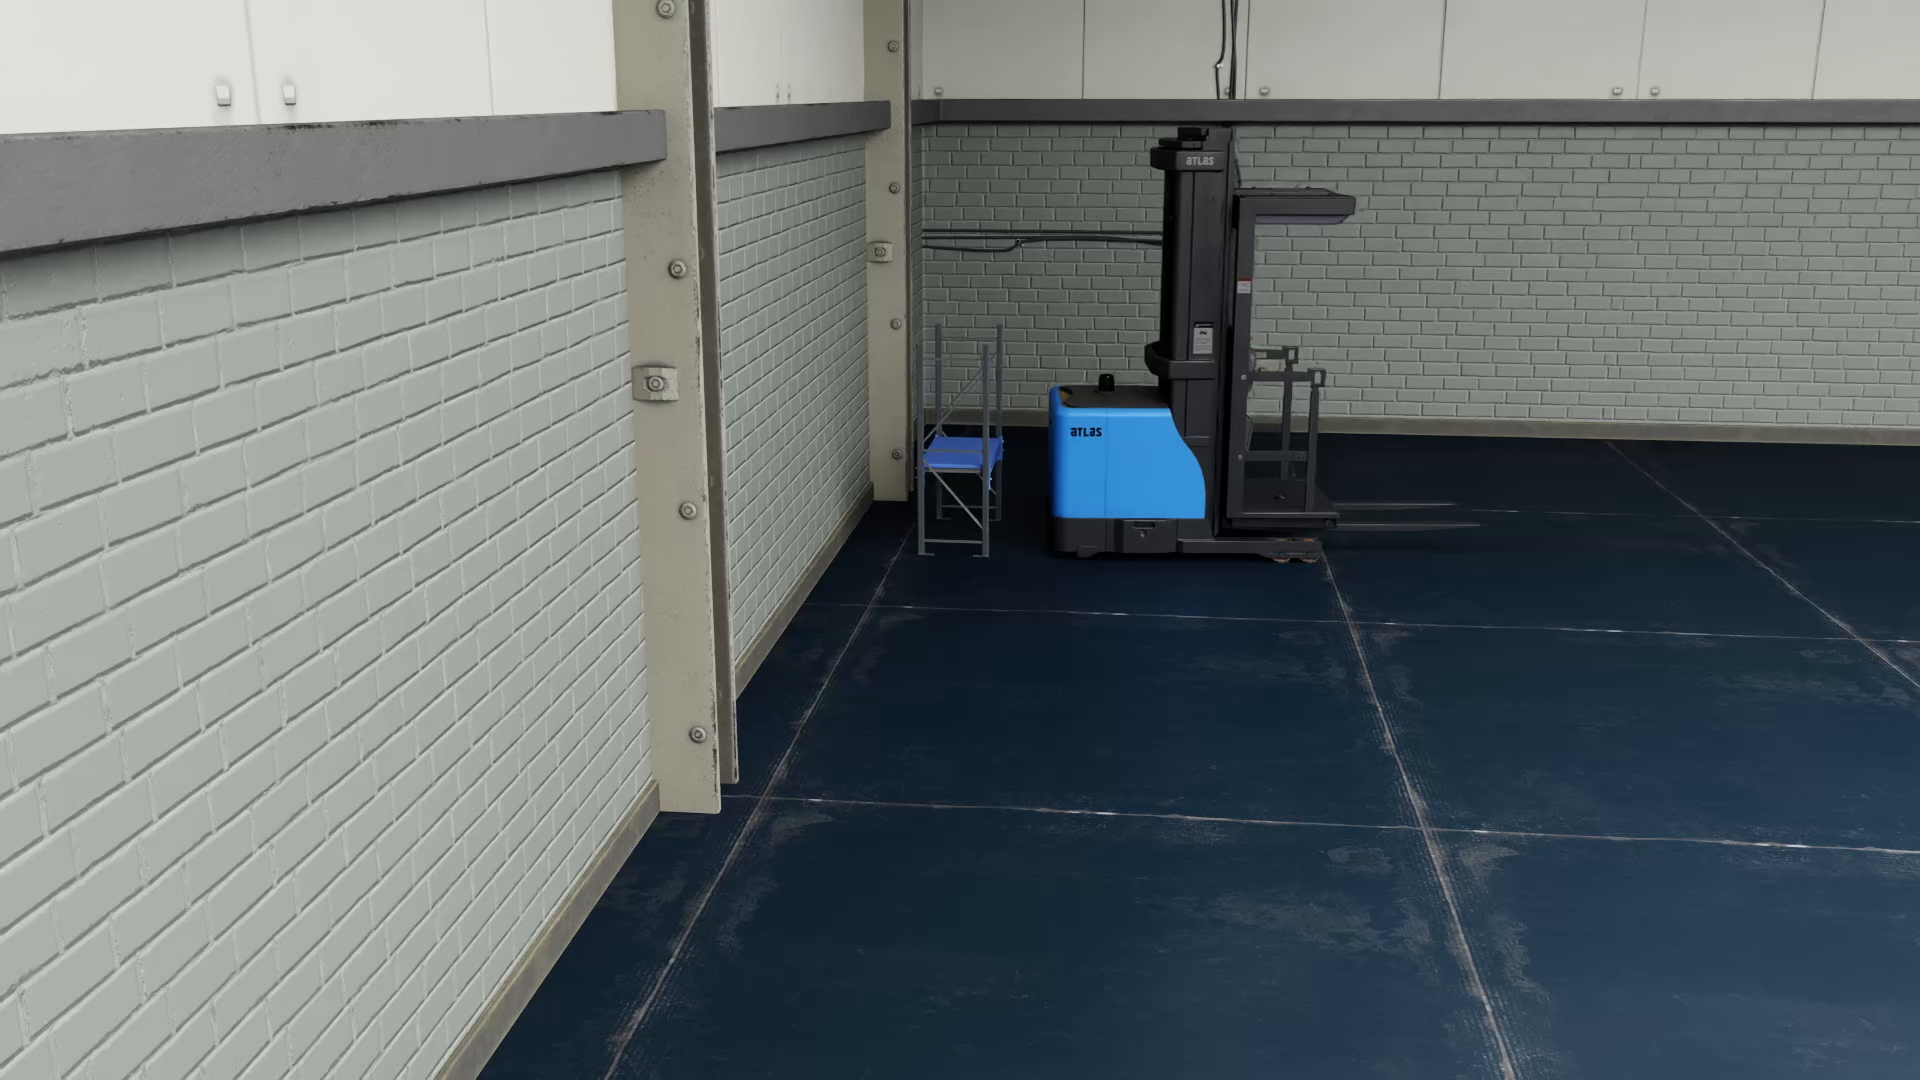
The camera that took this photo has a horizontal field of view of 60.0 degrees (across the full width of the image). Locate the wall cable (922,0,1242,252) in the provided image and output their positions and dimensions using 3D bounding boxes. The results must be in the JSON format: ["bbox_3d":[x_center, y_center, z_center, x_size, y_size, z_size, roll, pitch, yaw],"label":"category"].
[{"bbox_3d":[1.093,-3.938,15.435,3.097,2.526,0.112,2,15,6],"label":"wall cable"}]

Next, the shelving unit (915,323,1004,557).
[{"bbox_3d":[0.010,-0.746,12.048,0.538,1.500,1.048,2,15,6],"label":"shelving unit"}]

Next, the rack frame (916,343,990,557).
[{"bbox_3d":[-0.048,-0.614,11.561,0.500,1.500,0.032,2,15,6],"label":"rack frame"}]

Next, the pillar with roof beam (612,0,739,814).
[{"bbox_3d":[3.047,-3.029,6.124,9.100,9.000,0.400,2,15,6],"label":"pillar with roof beam"}]

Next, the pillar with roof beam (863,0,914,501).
[{"bbox_3d":[3.724,-4.585,11.879,9.100,9.000,0.400,2,15,6],"label":"pillar with roof beam"}]

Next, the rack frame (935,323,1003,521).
[{"bbox_3d":[0.067,-0.878,12.536,0.500,1.500,0.032,2,15,6],"label":"rack frame"}]

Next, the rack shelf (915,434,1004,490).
[{"bbox_3d":[0.010,-0.572,12.095,0.538,0.185,1.000,2,15,6],"label":"rack shelf"}]

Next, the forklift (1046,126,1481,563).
[{"bbox_3d":[2.154,-1.395,11.708,3.031,2.935,1.130,0,15,1],"label":"forklift"}]
